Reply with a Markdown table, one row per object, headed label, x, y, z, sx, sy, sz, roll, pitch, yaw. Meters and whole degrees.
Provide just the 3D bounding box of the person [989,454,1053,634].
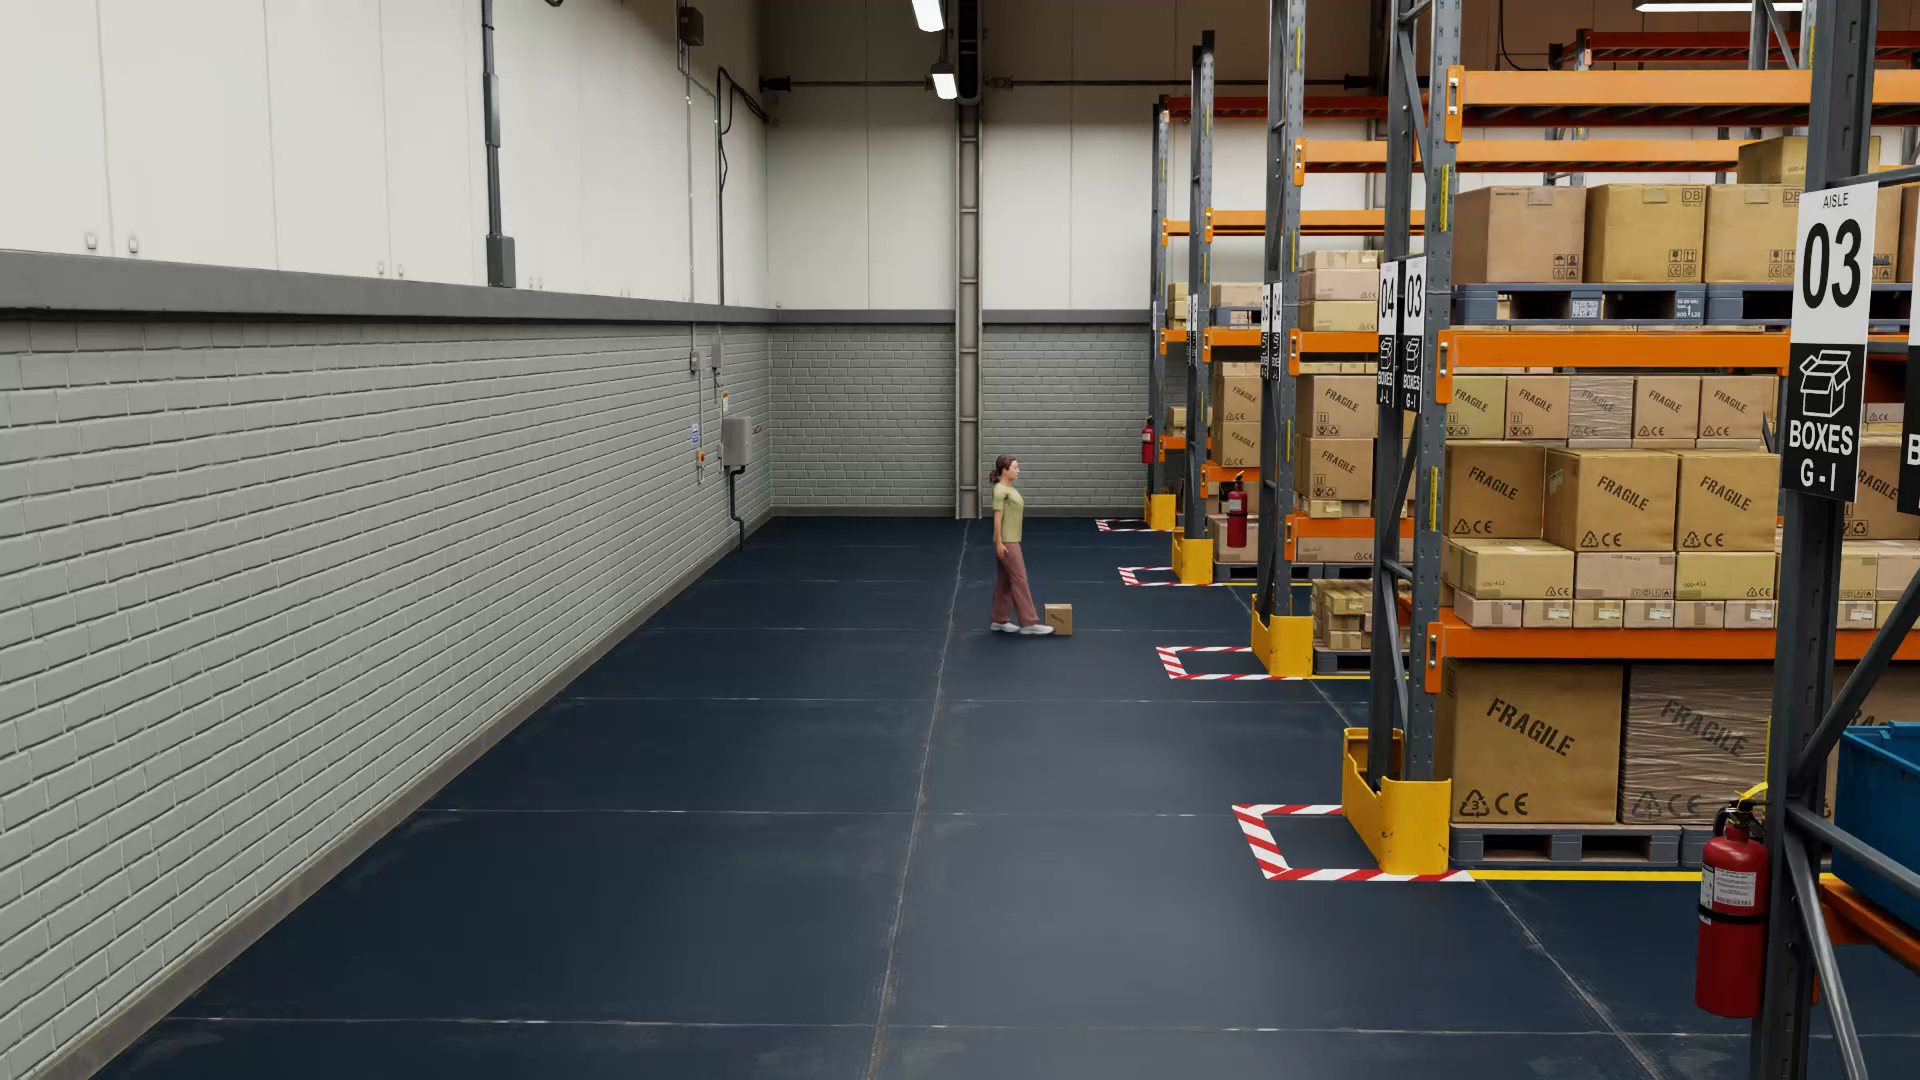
| label | x | y | z | sx | sy | sz | roll | pitch | yaw |
| --- | --- | --- | --- | --- | --- | --- | --- | --- | --- |
| person | 0.571 | 0.037 | 15.464 | 0.636 | 1.669 | 0.448 | 1 | 7 | 10 |
